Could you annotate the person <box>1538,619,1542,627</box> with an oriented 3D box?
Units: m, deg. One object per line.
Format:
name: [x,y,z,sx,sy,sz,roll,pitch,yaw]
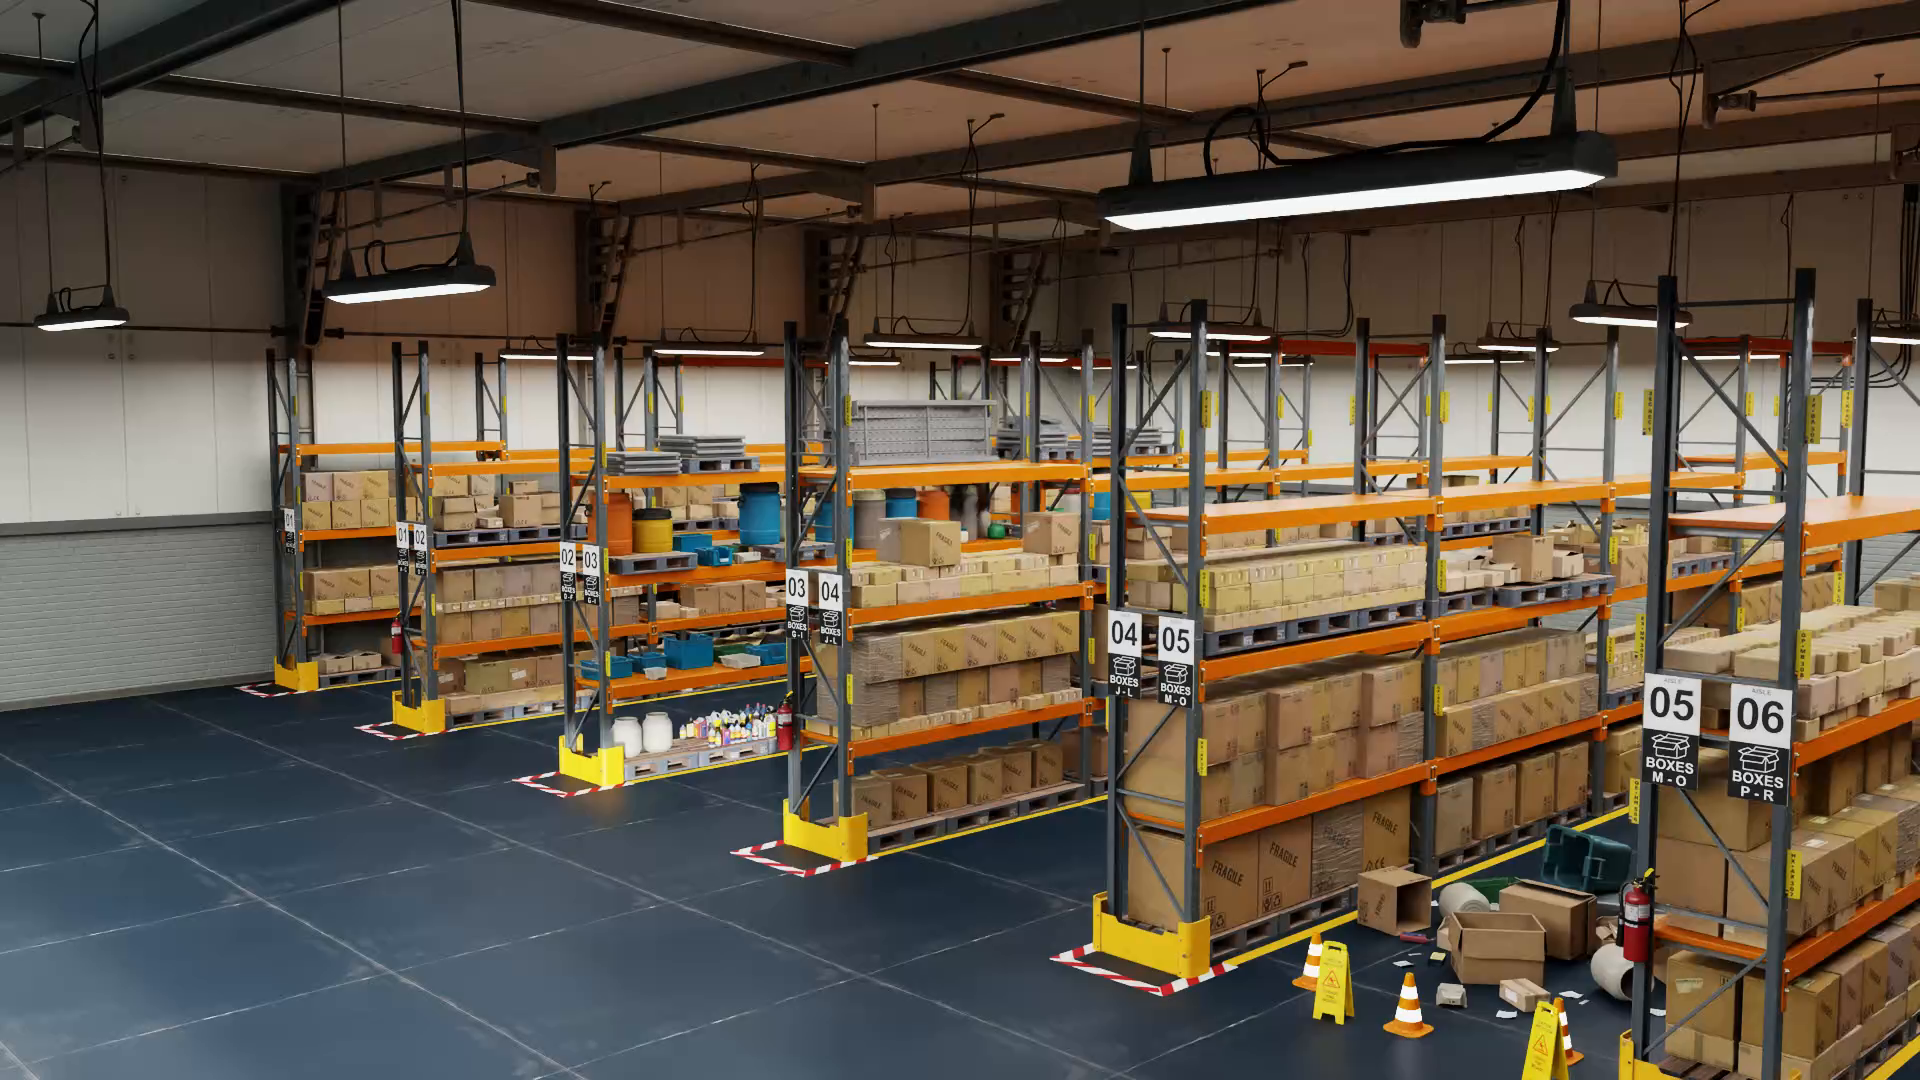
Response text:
person: [9.118,2.059,26.451,0.555,1.618,0.556,4,6,37]
